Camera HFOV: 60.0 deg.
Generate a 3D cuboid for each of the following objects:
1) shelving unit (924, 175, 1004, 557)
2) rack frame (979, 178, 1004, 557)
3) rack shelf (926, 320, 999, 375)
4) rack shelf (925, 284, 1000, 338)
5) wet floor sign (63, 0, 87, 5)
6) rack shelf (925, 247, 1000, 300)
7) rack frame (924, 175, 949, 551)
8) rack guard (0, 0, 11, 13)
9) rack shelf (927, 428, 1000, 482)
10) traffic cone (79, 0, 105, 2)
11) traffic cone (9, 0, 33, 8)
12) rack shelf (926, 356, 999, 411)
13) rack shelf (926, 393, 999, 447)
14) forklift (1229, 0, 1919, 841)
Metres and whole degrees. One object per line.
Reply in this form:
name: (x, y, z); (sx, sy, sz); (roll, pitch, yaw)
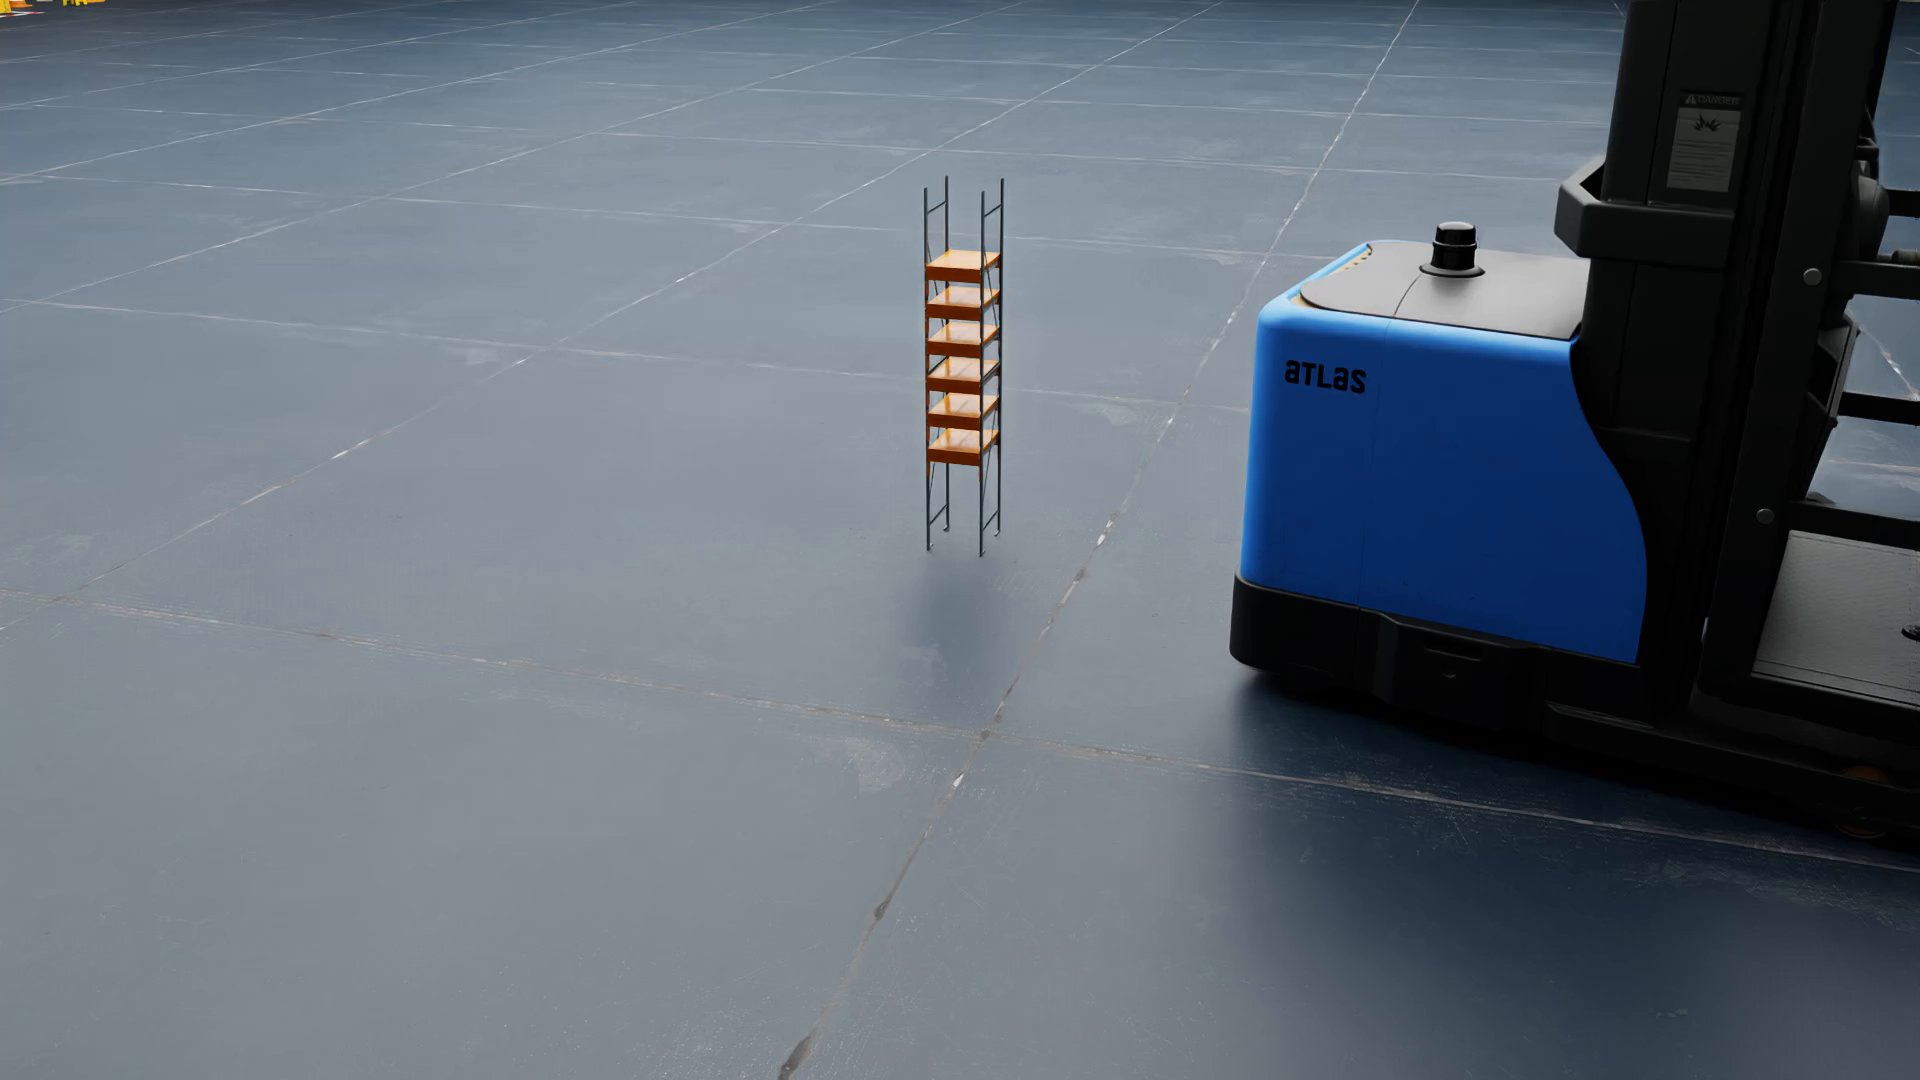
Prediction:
shelving unit: (0.014, -0.554, 5.389); (0.189, 1.200, 0.258); (7, 23, 16)
rack frame: (0.101, -0.544, 5.365); (0.006, 1.200, 0.240); (7, 23, 16)
rack shelf: (0.014, -0.623, 5.361); (0.180, 0.103, 0.258); (7, 23, 16)
rack shelf: (0.014, -0.734, 5.315); (0.180, 0.103, 0.258); (7, 23, 16)
wet floor sign: (-13.905, -8.713, 26.013); (0.232, 0.644, 0.267); (3, 22, 6)
rack shelf: (0.014, -0.845, 5.270); (0.180, 0.103, 0.258); (7, 23, 16)
rack frame: (-0.074, -0.564, 5.414); (0.006, 1.200, 0.240); (7, 23, 16)
rack guard: (-14.482, -7.927, 24.288); (0.348, 0.500, 1.175); (7, 23, 16)
rack shelf: (0.014, -0.290, 5.497); (0.180, 0.103, 0.258); (7, 23, 16)
traffic cone: (-13.951, -8.860, 26.611); (0.334, 0.463, 0.336); (7, 23, 16)
traffic cone: (-14.603, -8.487, 25.701); (0.334, 0.463, 0.336); (7, 23, 16)
rack shelf: (0.014, -0.512, 5.406); (0.180, 0.103, 0.258); (7, 23, 16)
rack shelf: (0.014, -0.401, 5.452); (0.180, 0.103, 0.258); (7, 23, 16)
forklift: (2.294, -0.848, 3.827); (3.031, 2.935, 1.130); (12, 25, 27)
